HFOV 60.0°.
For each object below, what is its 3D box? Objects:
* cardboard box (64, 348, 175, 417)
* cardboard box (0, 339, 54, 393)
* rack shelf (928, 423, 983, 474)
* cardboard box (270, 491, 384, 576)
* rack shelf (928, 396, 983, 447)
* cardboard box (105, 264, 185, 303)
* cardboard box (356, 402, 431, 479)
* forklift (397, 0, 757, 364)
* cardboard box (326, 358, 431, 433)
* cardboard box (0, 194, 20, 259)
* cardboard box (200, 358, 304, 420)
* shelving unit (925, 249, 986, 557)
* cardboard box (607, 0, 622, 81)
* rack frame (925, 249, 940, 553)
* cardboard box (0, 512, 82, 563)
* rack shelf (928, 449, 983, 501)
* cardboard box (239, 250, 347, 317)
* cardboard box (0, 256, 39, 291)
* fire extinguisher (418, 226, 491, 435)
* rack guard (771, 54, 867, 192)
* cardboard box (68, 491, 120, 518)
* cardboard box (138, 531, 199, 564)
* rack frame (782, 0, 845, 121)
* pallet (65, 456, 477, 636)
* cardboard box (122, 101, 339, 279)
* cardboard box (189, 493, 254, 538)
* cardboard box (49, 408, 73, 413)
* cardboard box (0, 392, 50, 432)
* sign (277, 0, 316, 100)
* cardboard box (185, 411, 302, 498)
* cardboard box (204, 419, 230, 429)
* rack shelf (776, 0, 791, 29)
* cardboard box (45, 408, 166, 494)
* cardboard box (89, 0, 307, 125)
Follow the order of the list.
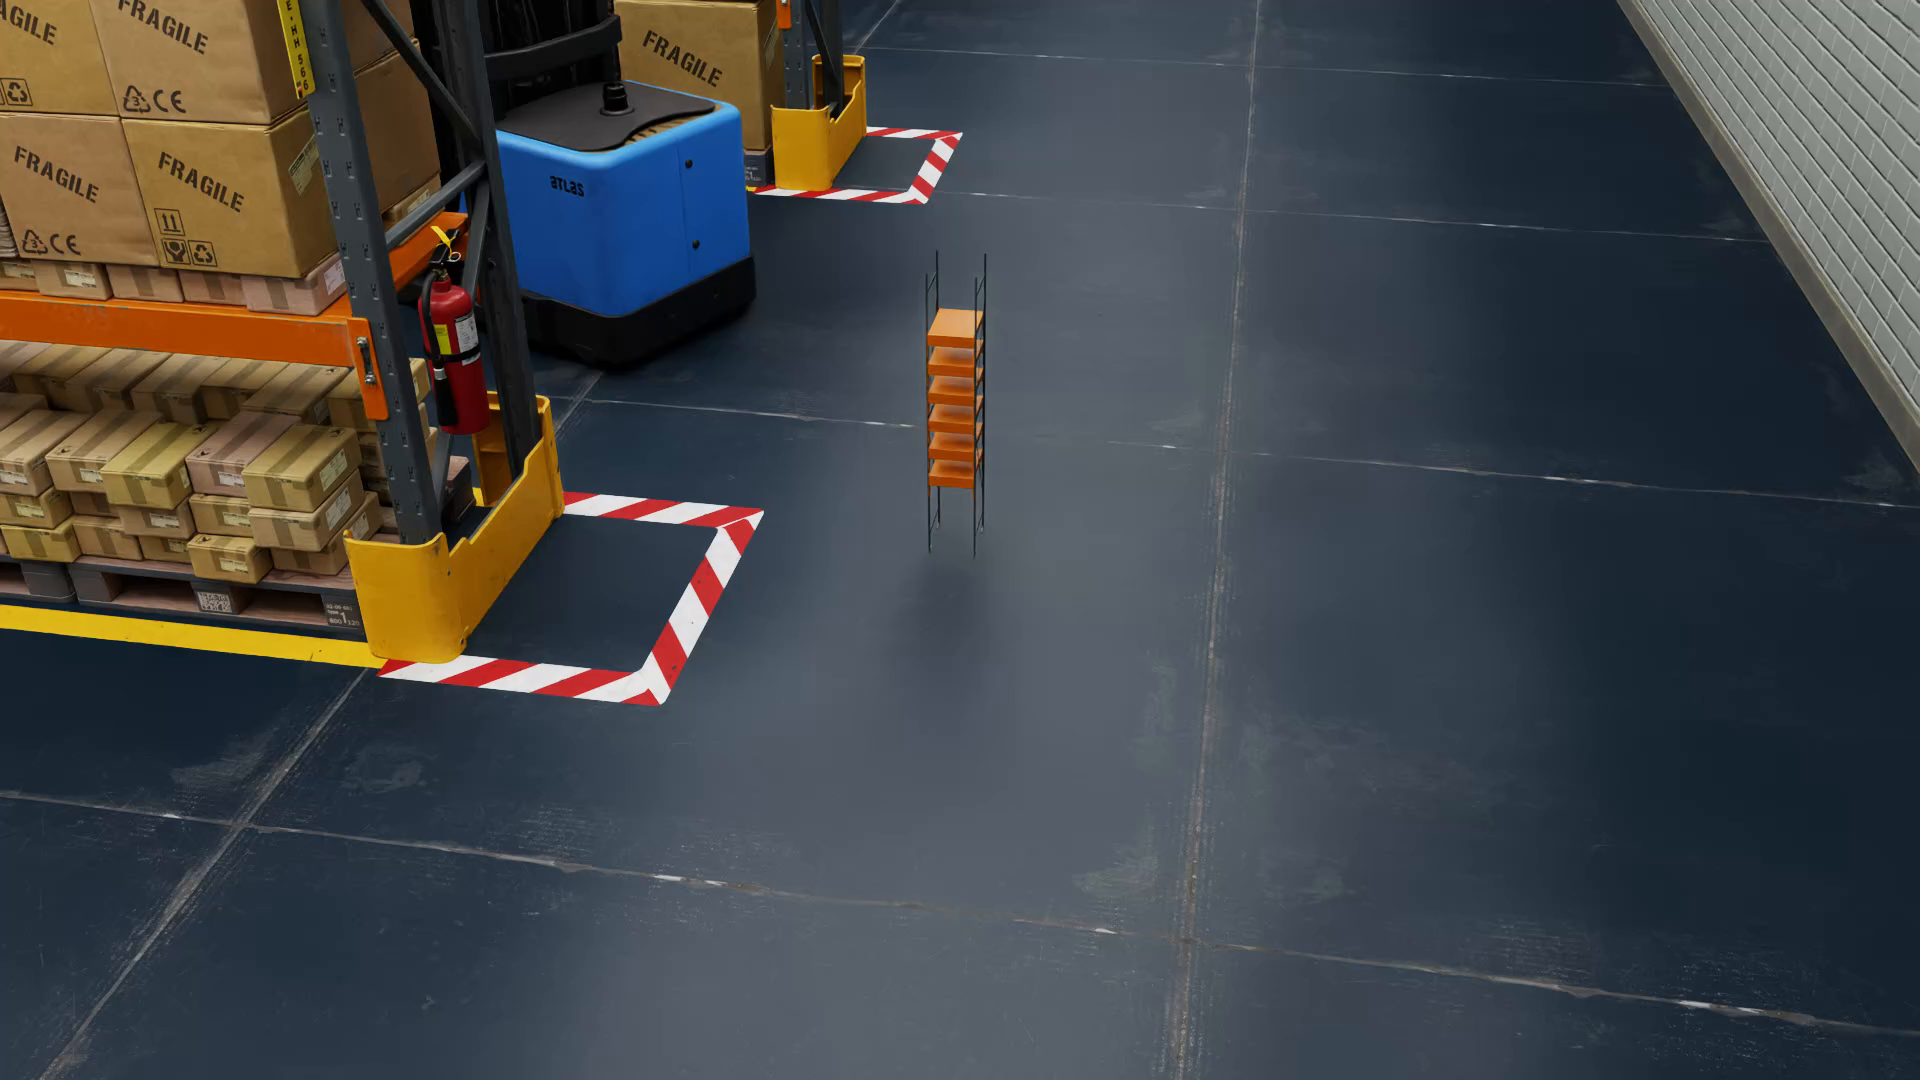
[{"bbox_3d":[-3.344,-0.636,6.670,0.250,0.149,0.380,6,33,10],"label":"cardboard box"},{"bbox_3d":[-3.859,-0.656,6.701,0.250,0.149,0.380,5,32,8],"label":"cardboard box"},{"bbox_3d":[-0.014,-0.370,6.521,0.180,0.103,0.258,5,32,8],"label":"rack shelf"},{"bbox_3d":[-2.389,-0.038,6.274,0.250,0.149,0.380,6,32,9],"label":"cardboard box"},{"bbox_3d":[-0.014,-0.472,6.457,0.180,0.103,0.258,5,32,8],"label":"rack shelf"},{"bbox_3d":[-2.693,-0.961,5.696,0.250,0.149,0.380,5,32,8],"label":"cardboard box"},{"bbox_3d":[-2.309,-0.407,6.584,0.250,0.149,0.380,6,33,10],"label":"cardboard box"},{"bbox_3d":[-2.558,-2.695,8.292,3.031,2.935,1.130,20,37,29],"label":"forklift"},{"bbox_3d":[-2.295,-0.576,6.574,0.250,0.149,0.380,4,32,6],"label":"cardboard box"},{"bbox_3d":[-3.330,-1.293,5.614,0.500,0.500,0.500,5,32,8],"label":"cardboard box"},{"bbox_3d":[-2.814,-0.628,6.656,0.250,0.149,0.380,5,32,8],"label":"cardboard box"},{"bbox_3d":[-0.014,-0.510,6.434,0.189,1.200,0.258,5,32,8],"label":"shelving unit"},{"bbox_3d":[-2.443,-3.089,10.465,0.875,0.875,0.875,5,32,8],"label":"cardboard box"},{"bbox_3d":[-0.104,-0.518,6.447,0.006,1.200,0.240,5,32,8],"label":"rack frame"},{"bbox_3d":[-3.413,-0.082,6.344,0.250,0.149,0.380,4,32,6],"label":"cardboard box"},{"bbox_3d":[-0.014,-0.269,6.585,0.180,0.103,0.258,5,32,8],"label":"rack shelf"},{"bbox_3d":[-2.204,-0.905,5.606,0.250,0.149,0.380,5,32,8],"label":"cardboard box"},{"bbox_3d":[-3.203,-1.011,5.775,0.250,0.149,0.380,4,32,6],"label":"cardboard box"},{"bbox_3d":[-1.665,-0.676,5.426,0.183,0.674,0.296,5,32,8],"label":"fire extinguisher"},{"bbox_3d":[-0.878,-2.654,10.518,0.348,0.500,1.175,5,32,8],"label":"rack guard"},{"bbox_3d":[-3.164,-0.247,6.328,0.250,0.149,0.380,5,32,8],"label":"cardboard box"},{"bbox_3d":[-2.906,-0.076,6.336,0.250,0.149,0.380,5,32,8],"label":"cardboard box"},{"bbox_3d":[-0.901,-3.715,9.859,0.127,3.000,1.000,5,32,8],"label":"rack frame"},{"bbox_3d":[-2.705,-0.046,6.625,1.213,0.211,1.003,5,32,8],"label":"pallet"},{"bbox_3d":[-2.322,-1.204,5.472,0.500,0.500,0.500,6,33,9],"label":"cardboard box"},{"bbox_3d":[-2.652,-0.175,6.214,0.250,0.149,0.380,4,32,7],"label":"cardboard box"},{"bbox_3d":[-3.612,-0.493,6.721,0.250,0.149,0.380,7,33,11],"label":"cardboard box"},{"bbox_3d":[-3.675,-0.409,6.306,0.250,0.149,0.380,4,32,7],"label":"cardboard box"},{"bbox_3d":[-1.949,-1.467,4.877,0.005,0.325,0.100,5,32,8],"label":"sign"},{"bbox_3d":[-2.638,-0.319,6.163,0.250,0.149,0.380,6,33,9],"label":"cardboard box"},{"bbox_3d":[-2.825,-0.437,6.631,0.250,0.149,0.380,6,32,9],"label":"cardboard box"},{"bbox_3d":[-2.873,-3.589,10.335,4.000,0.370,1.077,5,32,8],"label":"rack shelf"},{"bbox_3d":[-3.159,-0.332,6.184,0.250,0.149,0.380,4,32,6],"label":"cardboard box"},{"bbox_3d":[-2.328,-1.633,5.215,0.500,0.500,0.500,5,32,7],"label":"cardboard box"}]
